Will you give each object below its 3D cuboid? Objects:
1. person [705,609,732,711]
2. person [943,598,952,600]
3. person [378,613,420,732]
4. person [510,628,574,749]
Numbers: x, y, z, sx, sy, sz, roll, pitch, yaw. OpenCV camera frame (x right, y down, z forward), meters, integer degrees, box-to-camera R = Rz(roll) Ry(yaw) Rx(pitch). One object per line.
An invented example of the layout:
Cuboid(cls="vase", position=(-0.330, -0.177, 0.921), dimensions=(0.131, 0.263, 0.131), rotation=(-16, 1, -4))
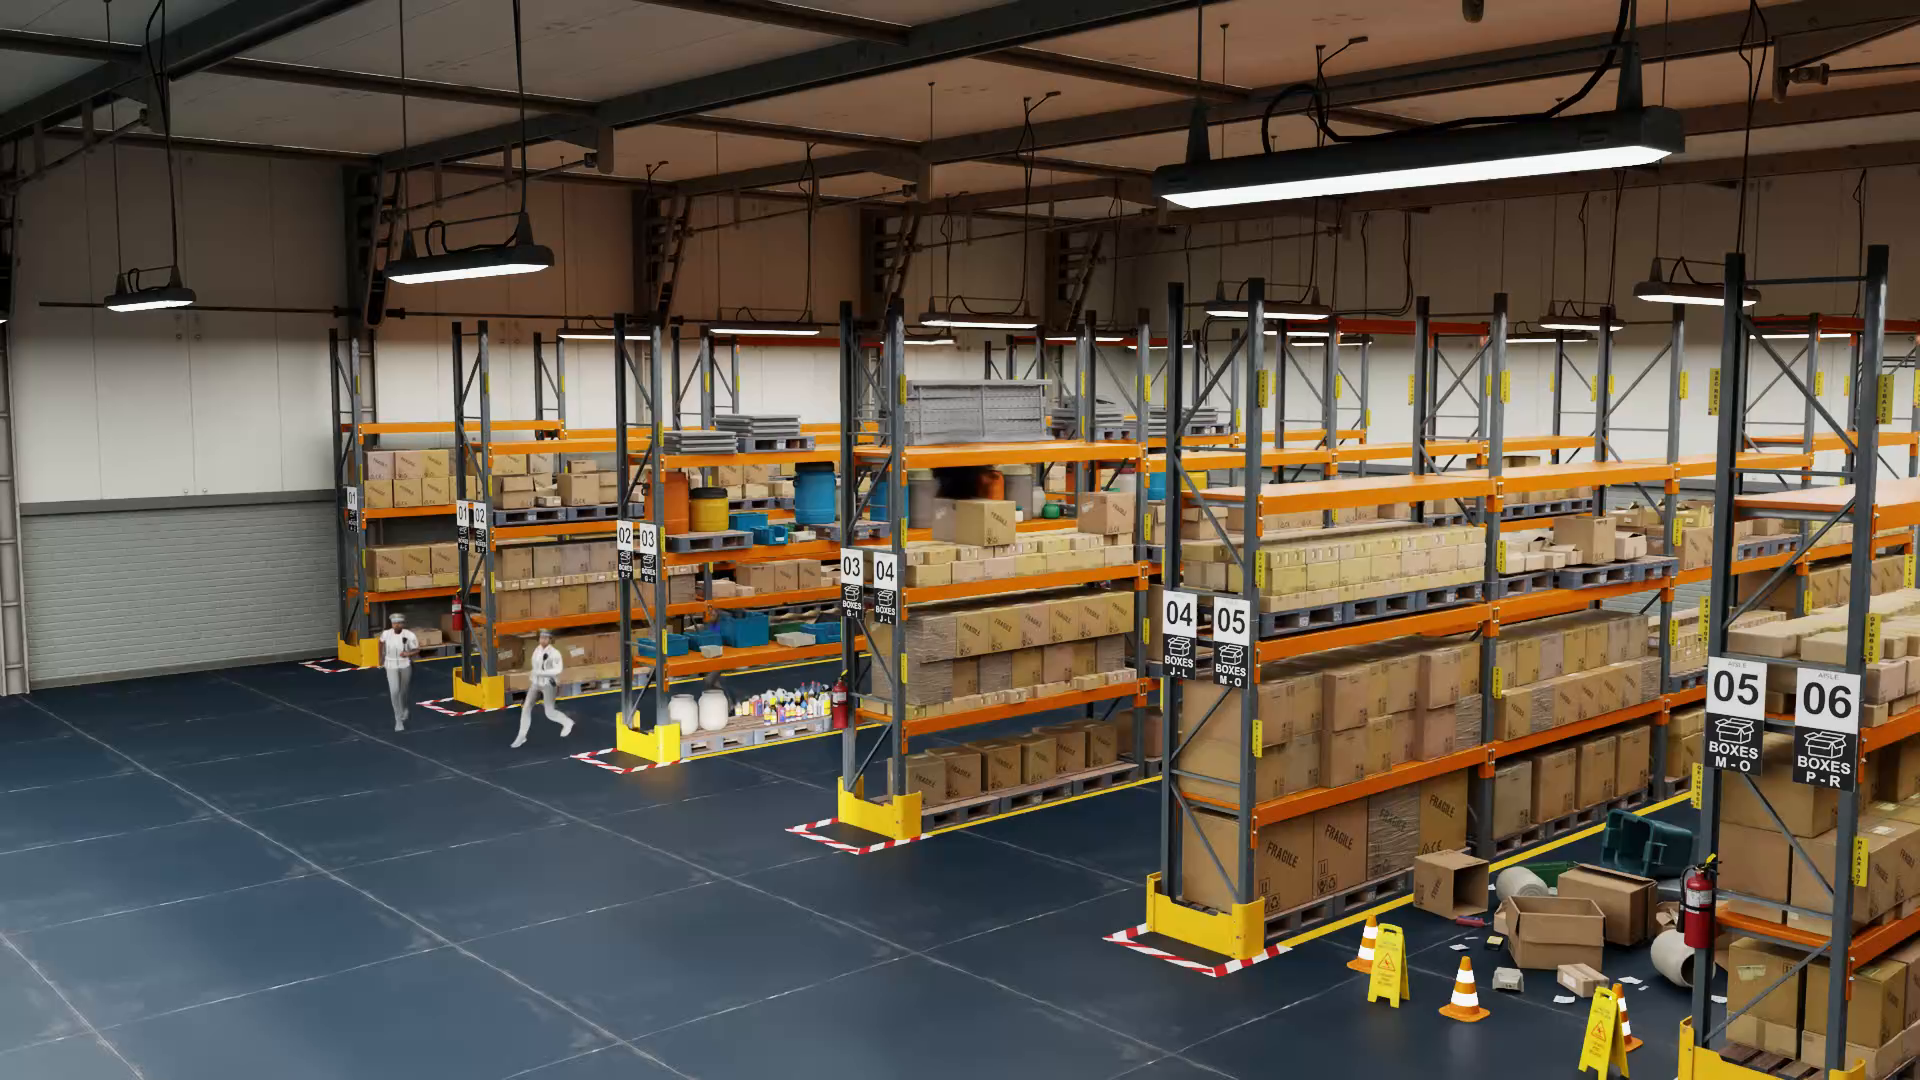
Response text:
Cuboid(cls="person", position=(-3.701, 1.858, 25.180), dimensions=(0.655, 1.627, 0.569), rotation=(-5, 8, -44))
Cuboid(cls="person", position=(-0.337, 1.483, 28.448), dimensions=(0.970, 1.837, 0.646), rotation=(-5, 7, -39))
Cuboid(cls="person", position=(-8.266, 1.913, 24.531), dimensions=(0.600, 1.733, 0.913), rotation=(-1, 6, -14))
Cuboid(cls="person", position=(-5.804, 2.051, 23.288), dimensions=(0.633, 1.679, 0.891), rotation=(3, 7, 32))
